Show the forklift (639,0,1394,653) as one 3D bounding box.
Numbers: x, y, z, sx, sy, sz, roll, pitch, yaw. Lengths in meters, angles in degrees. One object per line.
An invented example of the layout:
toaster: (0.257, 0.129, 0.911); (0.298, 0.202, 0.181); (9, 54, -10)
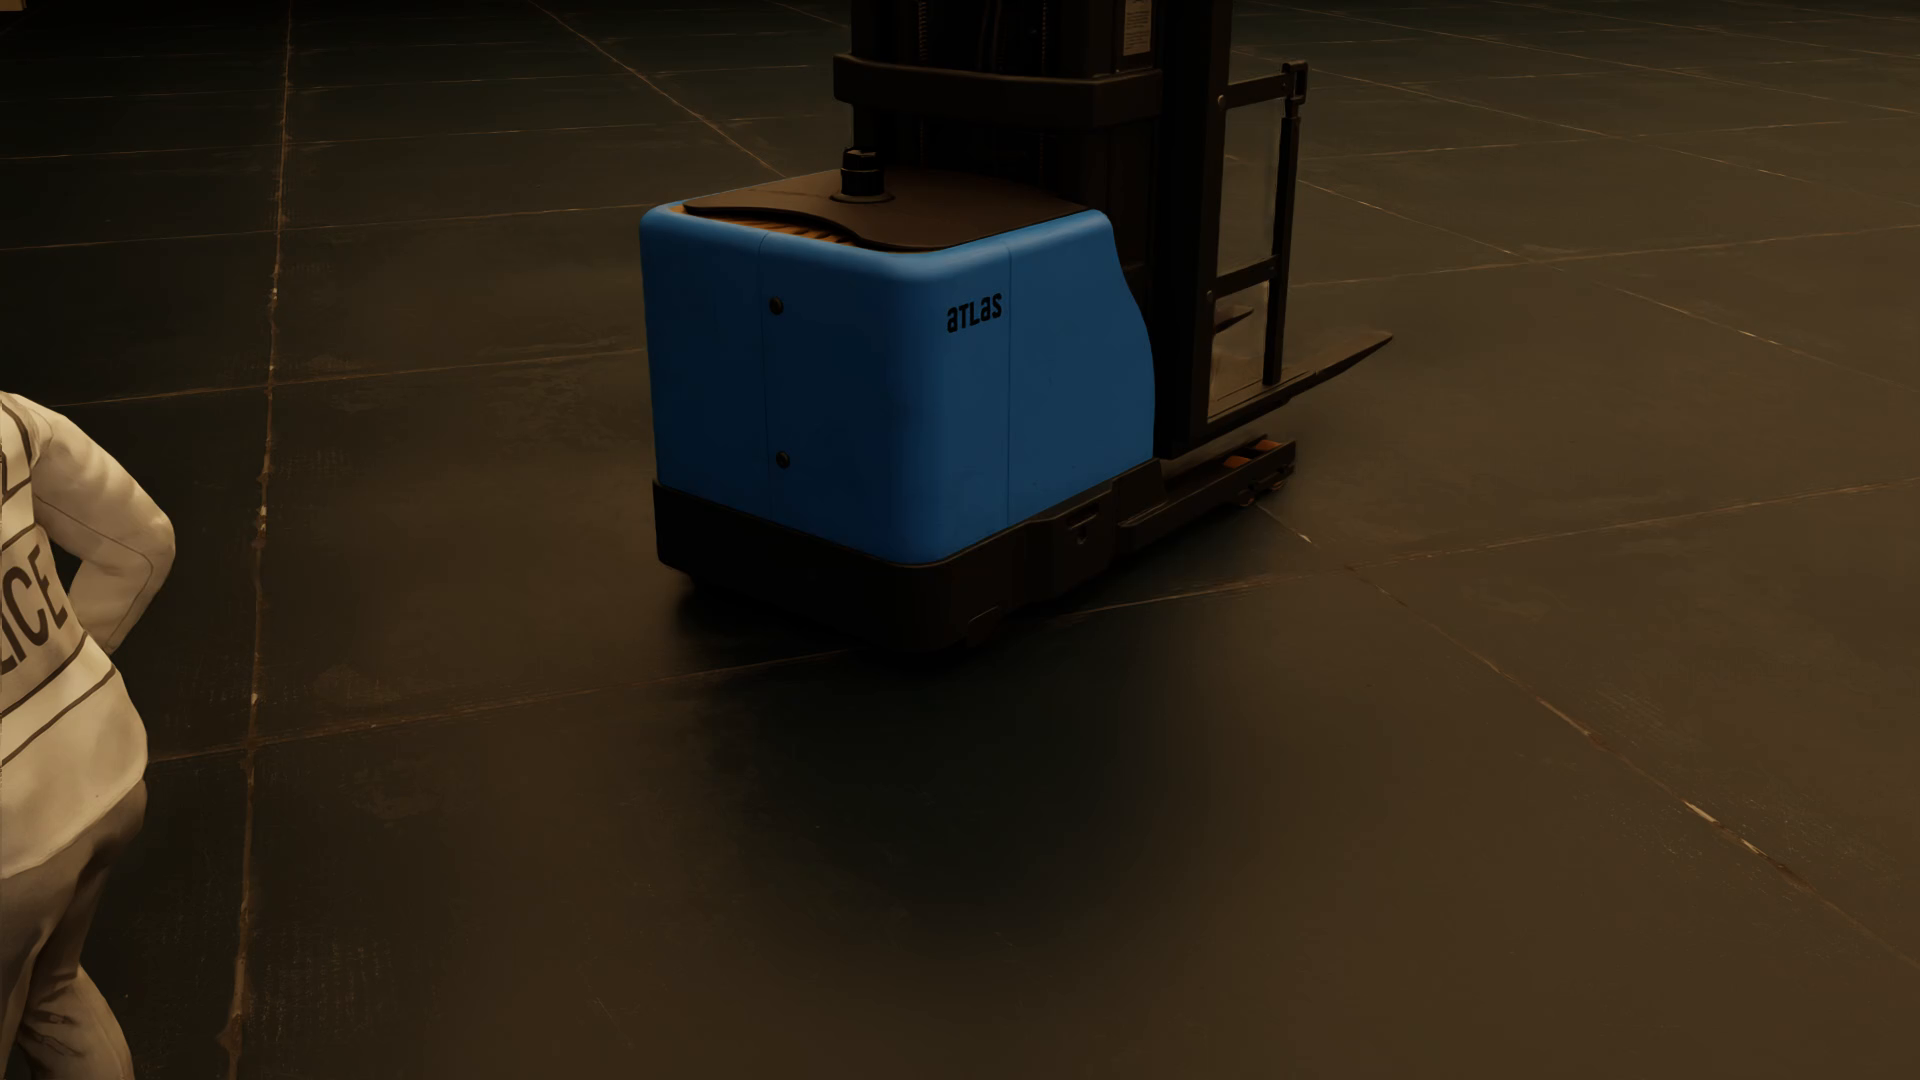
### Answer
forklift: (0.452, -1.564, 5.017); (1.130, 2.935, 3.031); (18, 28, 36)

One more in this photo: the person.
person: (-1.292, 0.378, 2.068); (0.470, 1.649, 0.686); (5, 23, 11)
